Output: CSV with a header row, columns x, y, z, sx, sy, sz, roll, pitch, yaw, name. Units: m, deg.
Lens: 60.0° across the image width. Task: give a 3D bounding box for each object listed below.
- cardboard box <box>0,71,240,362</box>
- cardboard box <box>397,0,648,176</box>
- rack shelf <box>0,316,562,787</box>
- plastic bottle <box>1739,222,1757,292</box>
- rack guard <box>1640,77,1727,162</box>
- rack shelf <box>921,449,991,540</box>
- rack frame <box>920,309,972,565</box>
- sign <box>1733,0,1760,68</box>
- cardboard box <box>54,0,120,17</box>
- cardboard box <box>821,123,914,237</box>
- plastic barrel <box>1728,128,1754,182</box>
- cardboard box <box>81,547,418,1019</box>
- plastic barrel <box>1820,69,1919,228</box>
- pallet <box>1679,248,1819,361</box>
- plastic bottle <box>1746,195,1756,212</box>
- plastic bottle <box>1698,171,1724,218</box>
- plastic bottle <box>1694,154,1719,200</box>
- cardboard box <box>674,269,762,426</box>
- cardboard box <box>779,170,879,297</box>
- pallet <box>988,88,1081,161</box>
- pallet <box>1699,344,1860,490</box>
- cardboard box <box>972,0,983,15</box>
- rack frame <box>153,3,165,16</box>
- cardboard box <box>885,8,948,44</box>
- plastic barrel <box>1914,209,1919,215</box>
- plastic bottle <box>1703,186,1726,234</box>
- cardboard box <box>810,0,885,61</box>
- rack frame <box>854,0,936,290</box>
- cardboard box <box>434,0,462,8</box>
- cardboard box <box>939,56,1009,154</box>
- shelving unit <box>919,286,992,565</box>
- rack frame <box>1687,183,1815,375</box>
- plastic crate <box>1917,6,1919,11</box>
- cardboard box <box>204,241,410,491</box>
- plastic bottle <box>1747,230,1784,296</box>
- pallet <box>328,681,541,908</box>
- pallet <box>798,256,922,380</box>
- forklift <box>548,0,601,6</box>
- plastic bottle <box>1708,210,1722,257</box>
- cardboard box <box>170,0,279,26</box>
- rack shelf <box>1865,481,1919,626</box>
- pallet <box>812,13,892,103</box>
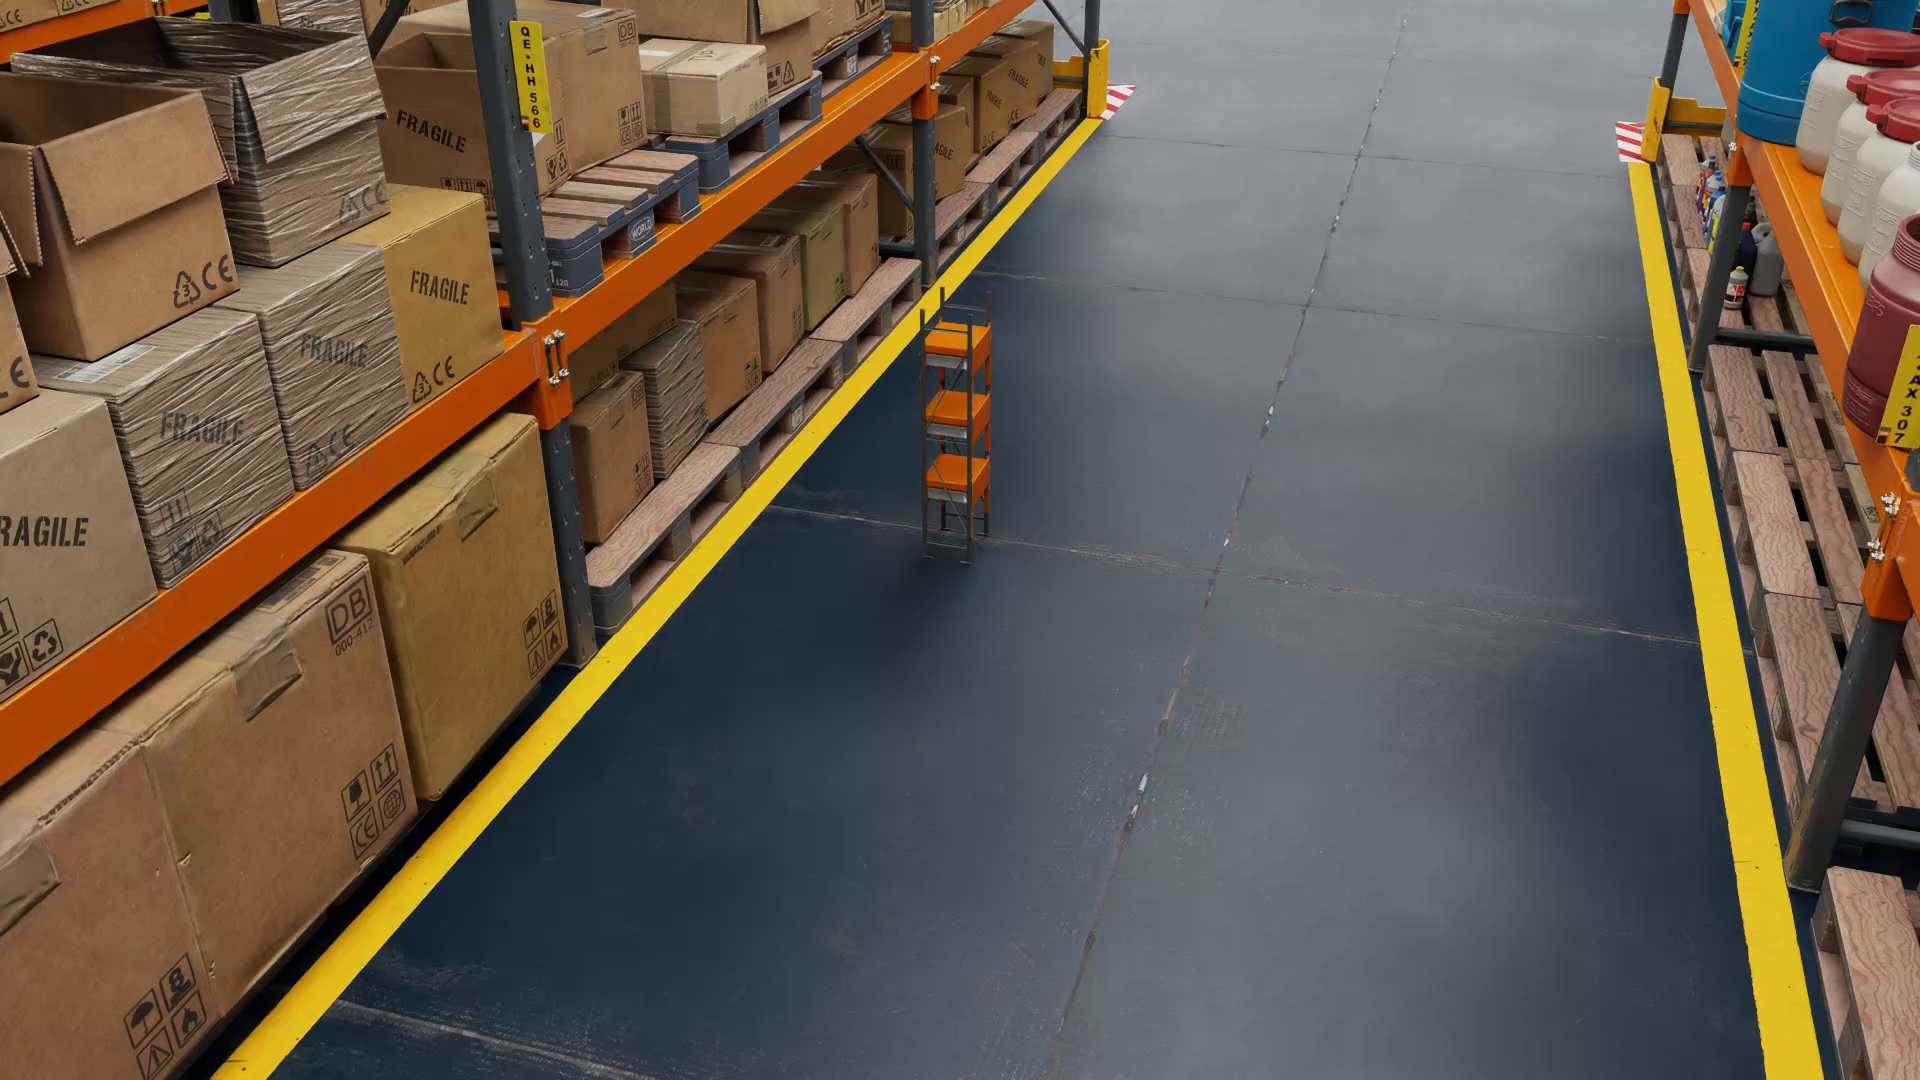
x,y,z,sx,sy,sz,roll,pitch,yaw,name
-2.228,-0.786,3.942,0.797,0.503,0.637,9,30,16,cardboard box
-1.616,-1.701,6.188,0.700,0.500,0.500,13,32,22,cardboard box
-2.391,0.300,3.865,1.077,0.370,4.000,8,30,15,rack shelf
4.018,-1.471,8.581,0.144,0.351,0.185,8,30,14,plastic bottle
5.302,-2.820,11.305,1.175,0.500,0.348,8,30,15,rack guard
-0.016,-0.182,6.590,0.215,0.259,0.240,8,30,15,rack shelf
-0.052,-0.377,6.348,0.200,1.050,0.008,8,30,15,rack frame
3.582,-2.300,7.515,0.100,0.325,0.005,8,30,15,sign
-5.239,-3.320,9.530,0.500,0.500,0.500,8,30,15,cardboard box
-0.474,-2.074,9.532,0.500,0.500,0.500,8,30,13,cardboard box
5.012,-2.501,10.288,0.421,0.512,0.421,0,29,0,plastic barrel
-2.296,0.532,4.461,1.225,0.875,0.875,9,30,15,cardboard box
3.399,-1.401,6.043,0.433,0.535,0.433,0,29,0,plastic barrel
4.342,-1.183,8.660,1.003,0.211,1.213,8,30,15,pallet
4.323,-1.741,9.135,0.061,0.283,0.133,8,30,15,plastic bottle
4.348,-1.997,9.609,0.097,0.271,0.097,0,29,0,plastic bottle
4.449,-2.156,9.895,0.097,0.271,0.097,0,29,0,plastic bottle
-1.316,-0.882,7.368,0.700,0.500,0.500,11,31,19,cardboard box
-0.831,-1.620,8.695,0.700,0.500,0.500,6,30,11,cardboard box
0.249,-3.035,11.988,1.003,0.211,1.213,8,30,15,pallet
3.911,-0.507,7.444,1.003,0.211,1.213,8,30,15,pallet
-0.082,-3.102,9.498,0.380,0.149,0.250,8,30,15,cardboard box
-5.342,-3.557,10.059,1.000,3.000,0.127,8,30,15,rack frame
-0.279,-2.750,8.866,0.380,0.149,0.250,8,30,15,cardboard box
3.028,-0.794,4.977,0.421,0.512,0.421,0,29,0,plastic barrel
4.259,-1.856,9.356,0.097,0.271,0.097,0,29,0,plastic bottle
-0.997,-2.899,7.826,1.000,1.000,1.000,9,30,15,cardboard box
-0.630,-2.802,8.702,1.000,3.000,0.127,8,30,15,rack frame
-4.304,-4.346,13.231,0.875,0.875,0.875,9,30,15,cardboard box
0.000,-2.894,11.006,0.500,0.500,0.500,11,31,20,cardboard box
-0.016,-0.434,6.450,0.215,1.050,0.252,8,30,15,shelving unit
4.105,-2.096,7.432,1.000,3.000,0.127,8,30,15,rack frame
4.773,-2.594,8.545,0.450,0.188,0.662,8,30,15,plastic crate
-1.864,-0.492,4.445,0.500,0.500,0.500,8,30,14,cardboard box
4.156,-1.450,8.544,0.144,0.351,0.185,8,30,15,plastic bottle
-2.108,0.631,5.399,1.003,0.211,1.213,8,30,15,pallet
-0.857,-1.222,8.729,1.003,0.211,1.213,8,30,15,pallet
-2.043,-3.150,9.397,1.130,2.935,3.031,6,30,11,forklift
4.169,-1.710,9.011,0.144,0.351,0.185,8,30,15,plastic bottle
-5.090,-3.094,10.981,0.875,0.875,0.875,9,30,16,cardboard box
2.344,1.007,2.594,1.077,0.370,4.000,8,30,15,rack shelf
-0.993,-2.384,8.148,1.003,0.211,1.213,8,30,15,pallet
